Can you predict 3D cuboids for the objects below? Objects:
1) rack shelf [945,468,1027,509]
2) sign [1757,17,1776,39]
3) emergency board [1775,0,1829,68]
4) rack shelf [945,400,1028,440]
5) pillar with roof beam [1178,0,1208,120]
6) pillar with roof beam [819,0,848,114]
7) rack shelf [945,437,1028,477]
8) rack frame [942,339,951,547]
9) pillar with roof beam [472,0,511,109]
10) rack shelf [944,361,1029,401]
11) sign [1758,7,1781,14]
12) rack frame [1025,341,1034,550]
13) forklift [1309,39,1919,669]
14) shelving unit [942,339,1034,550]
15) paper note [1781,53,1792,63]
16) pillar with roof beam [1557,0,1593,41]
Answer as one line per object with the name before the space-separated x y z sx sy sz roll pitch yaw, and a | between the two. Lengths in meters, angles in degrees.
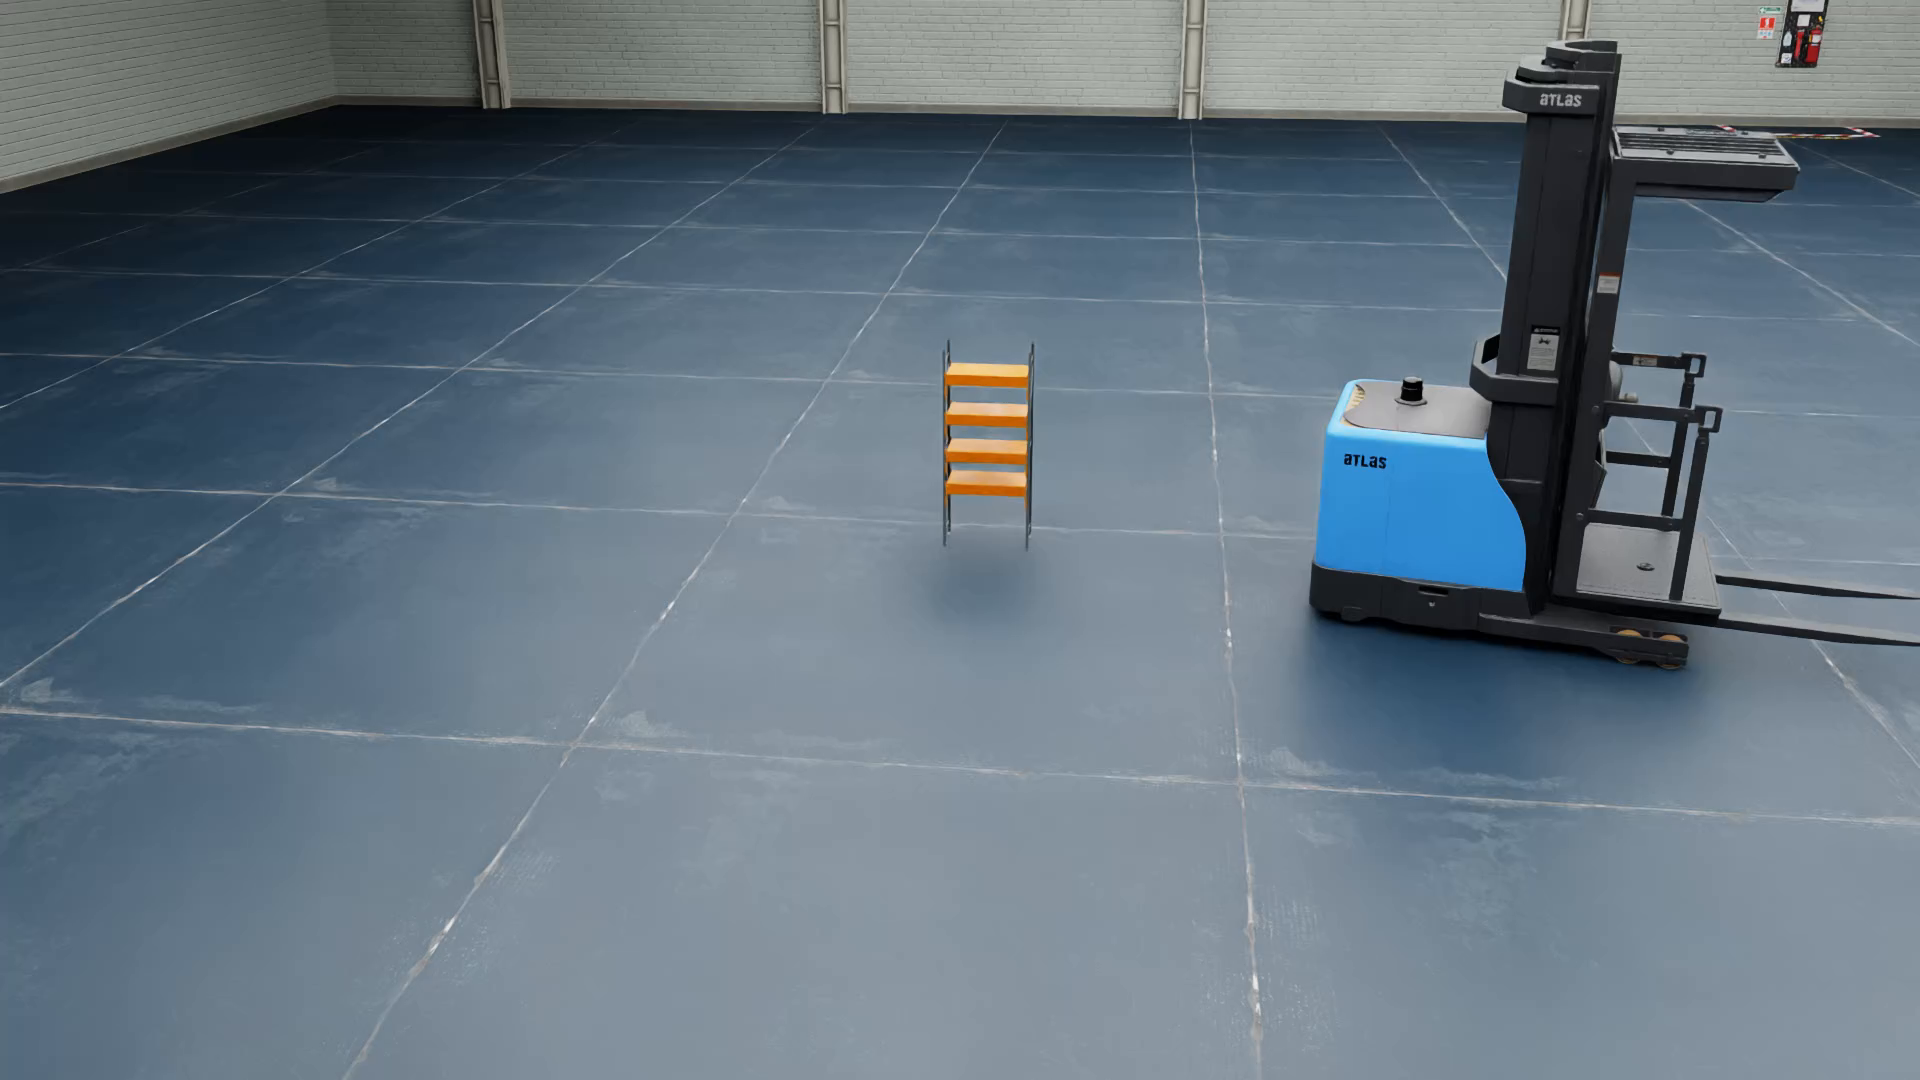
rack shelf | 0.164 -0.304 9.799 0.480 0.148 0.258 2 22 6
sign | 12.764 -8.108 26.321 0.234 0.329 0.001 2 22 6
emergency board | 13.301 -8.030 26.172 0.643 1.169 0.194 2 22 6
rack shelf | 0.164 -0.696 9.644 0.480 0.148 0.258 2 22 6
pillar with roof beam | 3.328 -9.647 22.101 0.400 9.000 9.100 2 22 6
pillar with roof beam | -2.631 -9.906 22.757 0.400 9.000 9.100 2 22 6
rack shelf | 0.164 -0.488 9.726 0.480 0.148 0.258 2 22 6
rack frame | -0.078 -0.561 9.728 0.015 1.200 0.240 2 22 6
pillar with roof beam | -8.589 -10.166 23.414 0.400 9.000 9.100 2 22 6
rack shelf | 0.164 -0.916 9.557 0.480 0.148 0.258 2 22 6
sign | 12.768 -8.351 26.215 0.331 0.109 0.001 2 22 6
rack frame | 0.407 -0.540 9.674 0.015 1.200 0.240 2 22 6
forklift | 3.441 -0.937 8.325 3.031 2.935 1.130 7 23 17
shelving unit | 0.164 -0.551 9.701 0.503 1.200 0.258 2 22 6
paper note | 13.134 -7.653 26.417 0.142 0.148 0.016 2 22 6
pillar with roof beam | 9.286 -9.387 21.444 0.400 9.000 9.100 2 22 6
